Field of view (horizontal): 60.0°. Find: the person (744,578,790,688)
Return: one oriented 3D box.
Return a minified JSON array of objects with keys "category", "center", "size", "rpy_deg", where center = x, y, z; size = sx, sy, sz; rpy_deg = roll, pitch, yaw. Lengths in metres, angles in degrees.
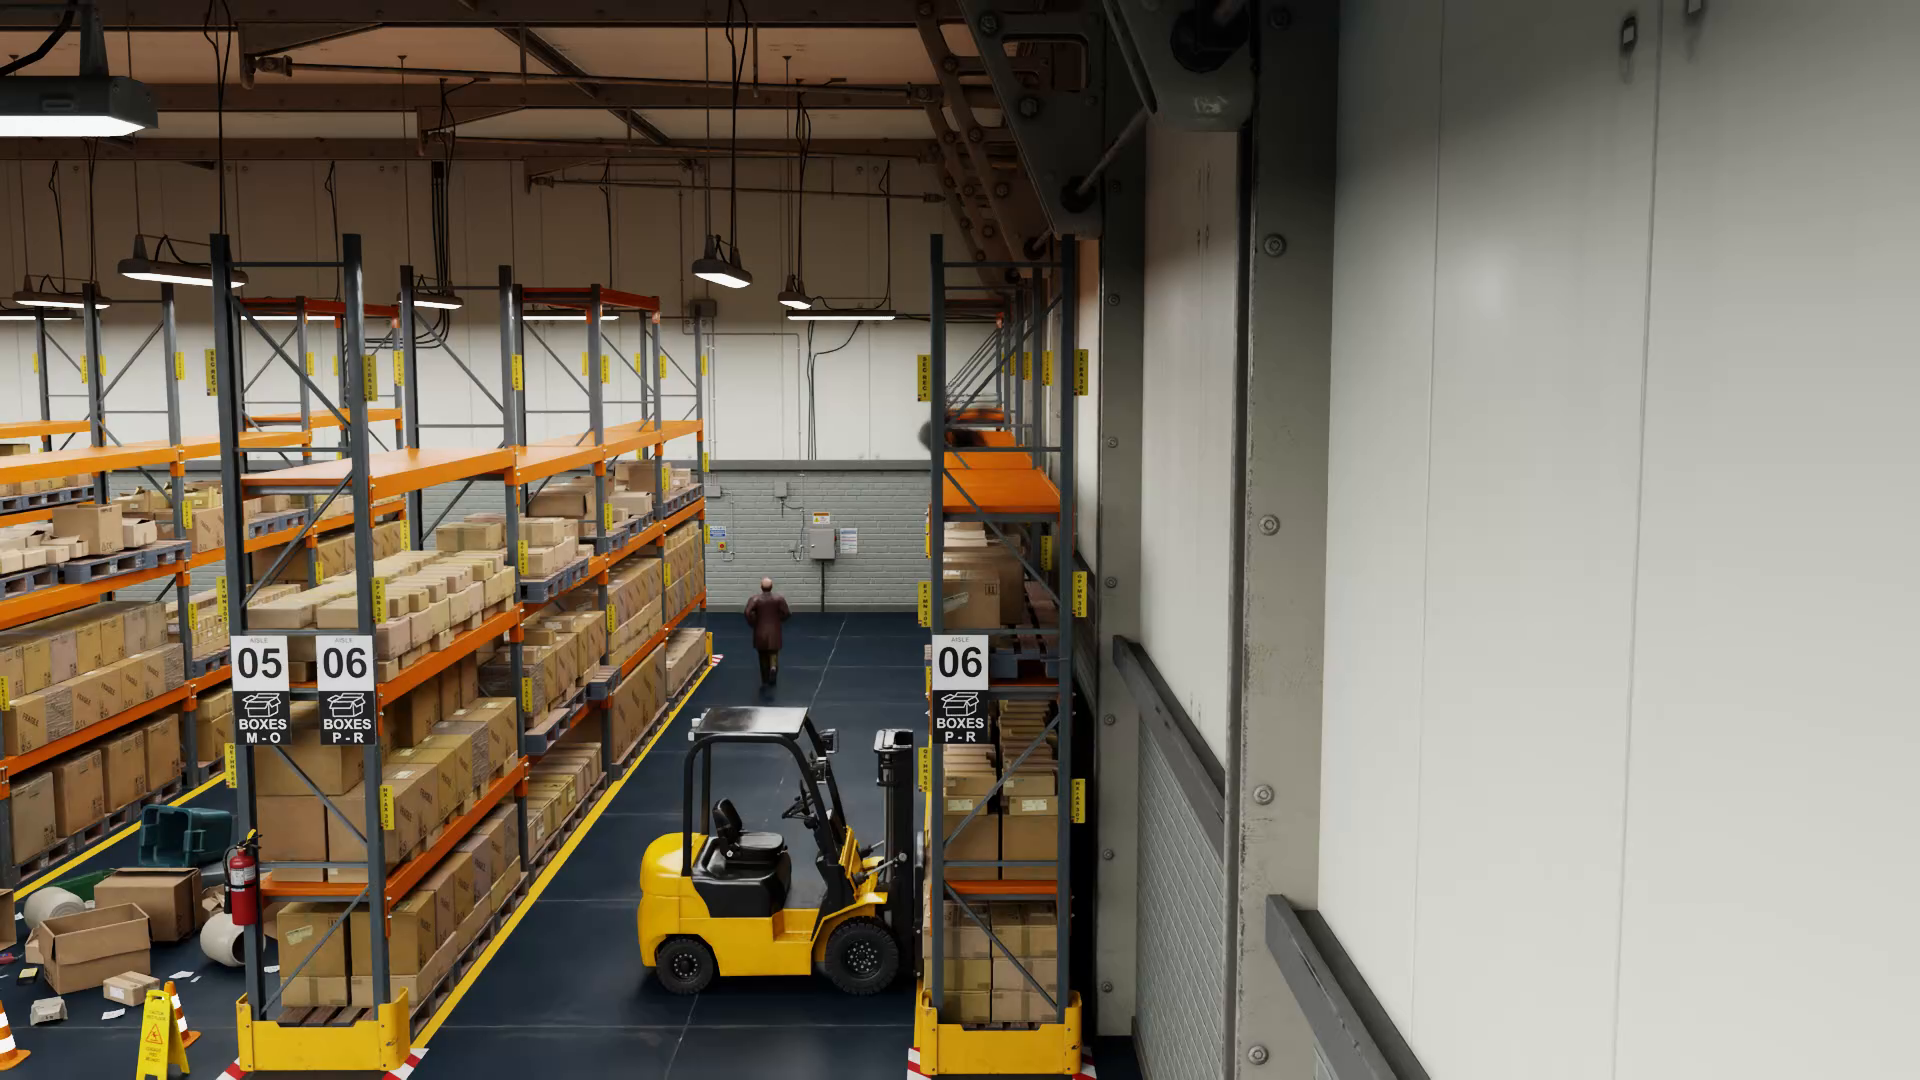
[{"category":"person","center":[-2.980,1.459,25.697],"size":[0.710,1.764,0.935],"rpy_deg":[-1,6,-8]}]
